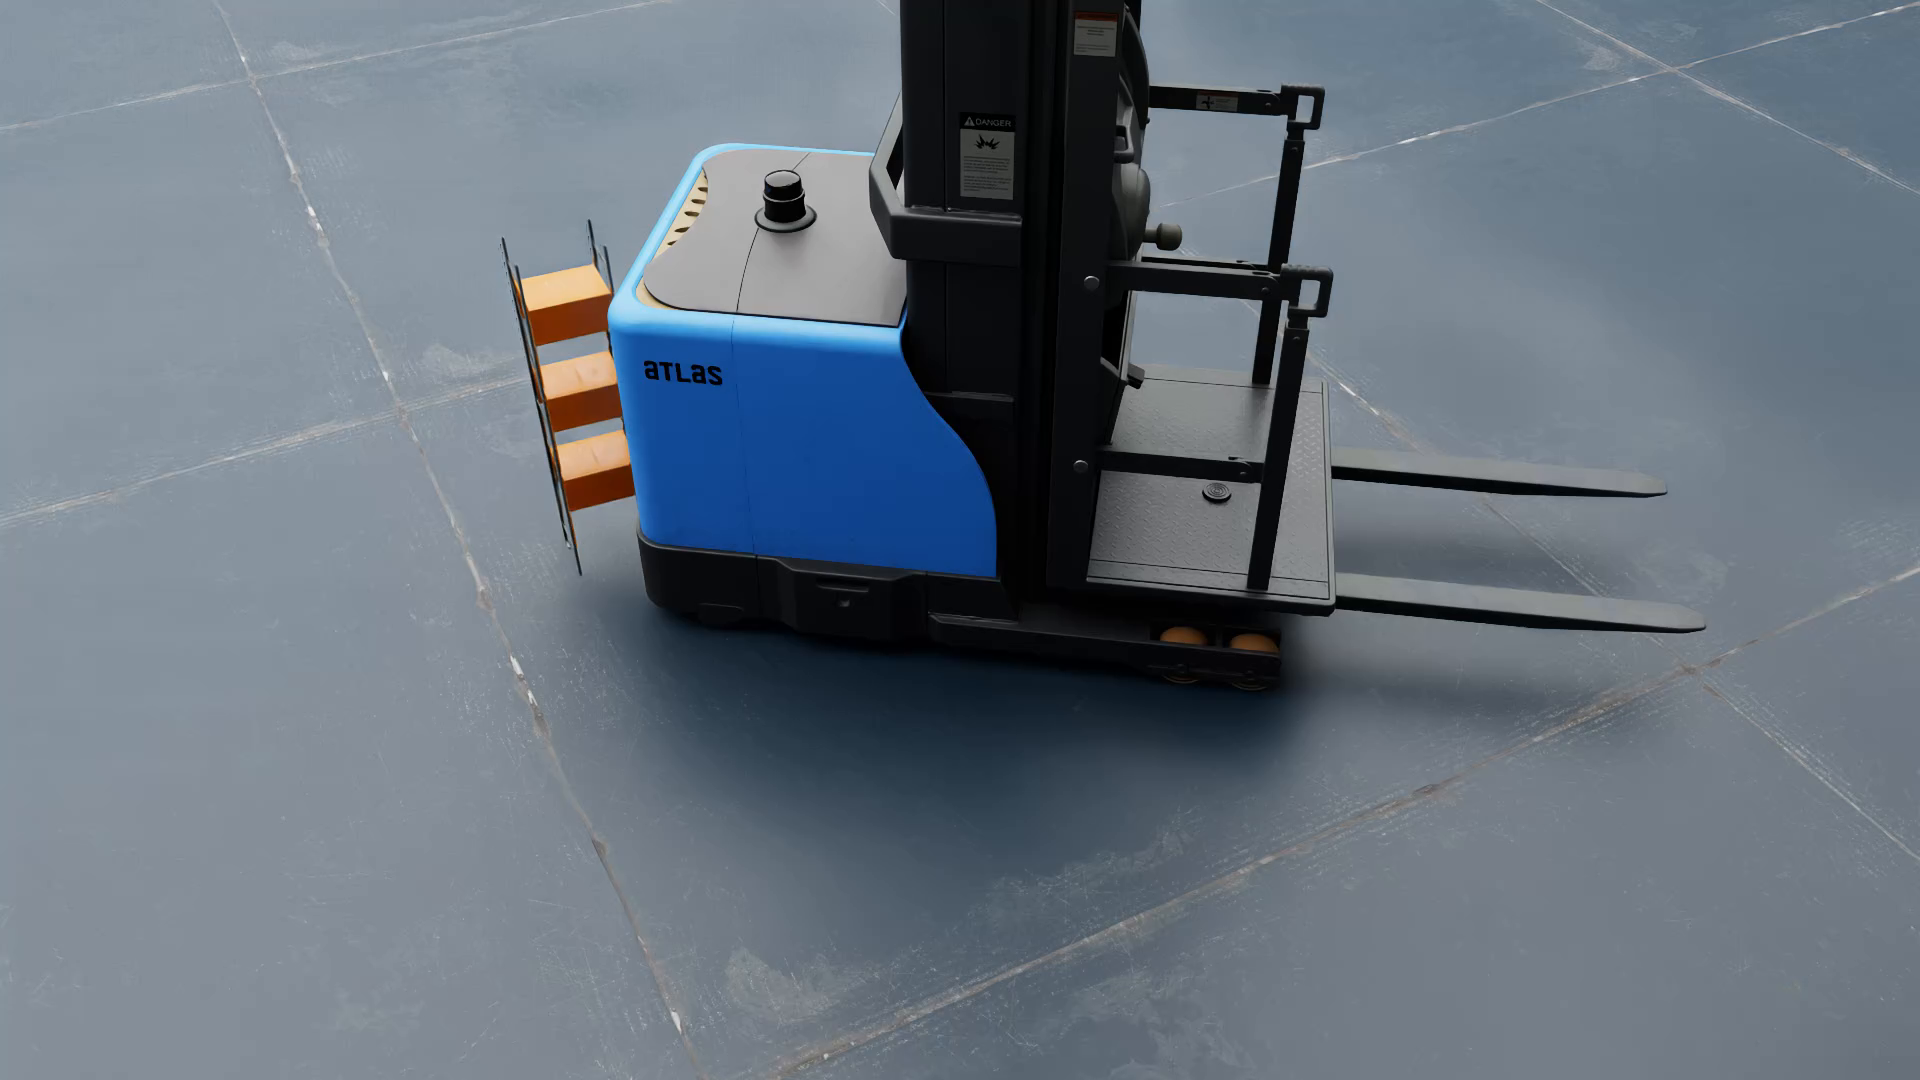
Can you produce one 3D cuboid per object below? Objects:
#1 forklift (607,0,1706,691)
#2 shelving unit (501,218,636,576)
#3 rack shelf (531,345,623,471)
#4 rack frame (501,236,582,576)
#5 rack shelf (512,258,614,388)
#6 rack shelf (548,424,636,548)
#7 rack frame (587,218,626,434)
[{"bbox_3d":[0.623,-1.059,4.233,3.031,2.935,1.130,5,41,6],"label":"forklift"},{"bbox_3d":[-1.106,-0.400,4.897,0.252,1.050,0.215,-16,38,-18],"label":"shelving unit"},{"bbox_3d":[-1.106,-0.391,4.903,0.240,0.259,0.215,-16,38,-18],"label":"rack shelf"},{"bbox_3d":[-1.218,-0.368,4.859,0.008,1.050,0.200,-16,38,-18],"label":"rack frame"},{"bbox_3d":[-1.115,-0.621,4.737,0.240,0.259,0.215,-16,38,-18],"label":"rack shelf"},{"bbox_3d":[-1.097,-0.166,5.066,0.240,0.259,0.215,-16,38,-18],"label":"rack shelf"},{"bbox_3d":[-0.994,-0.431,4.935,0.008,1.050,0.200,-16,38,-18],"label":"rack frame"}]
